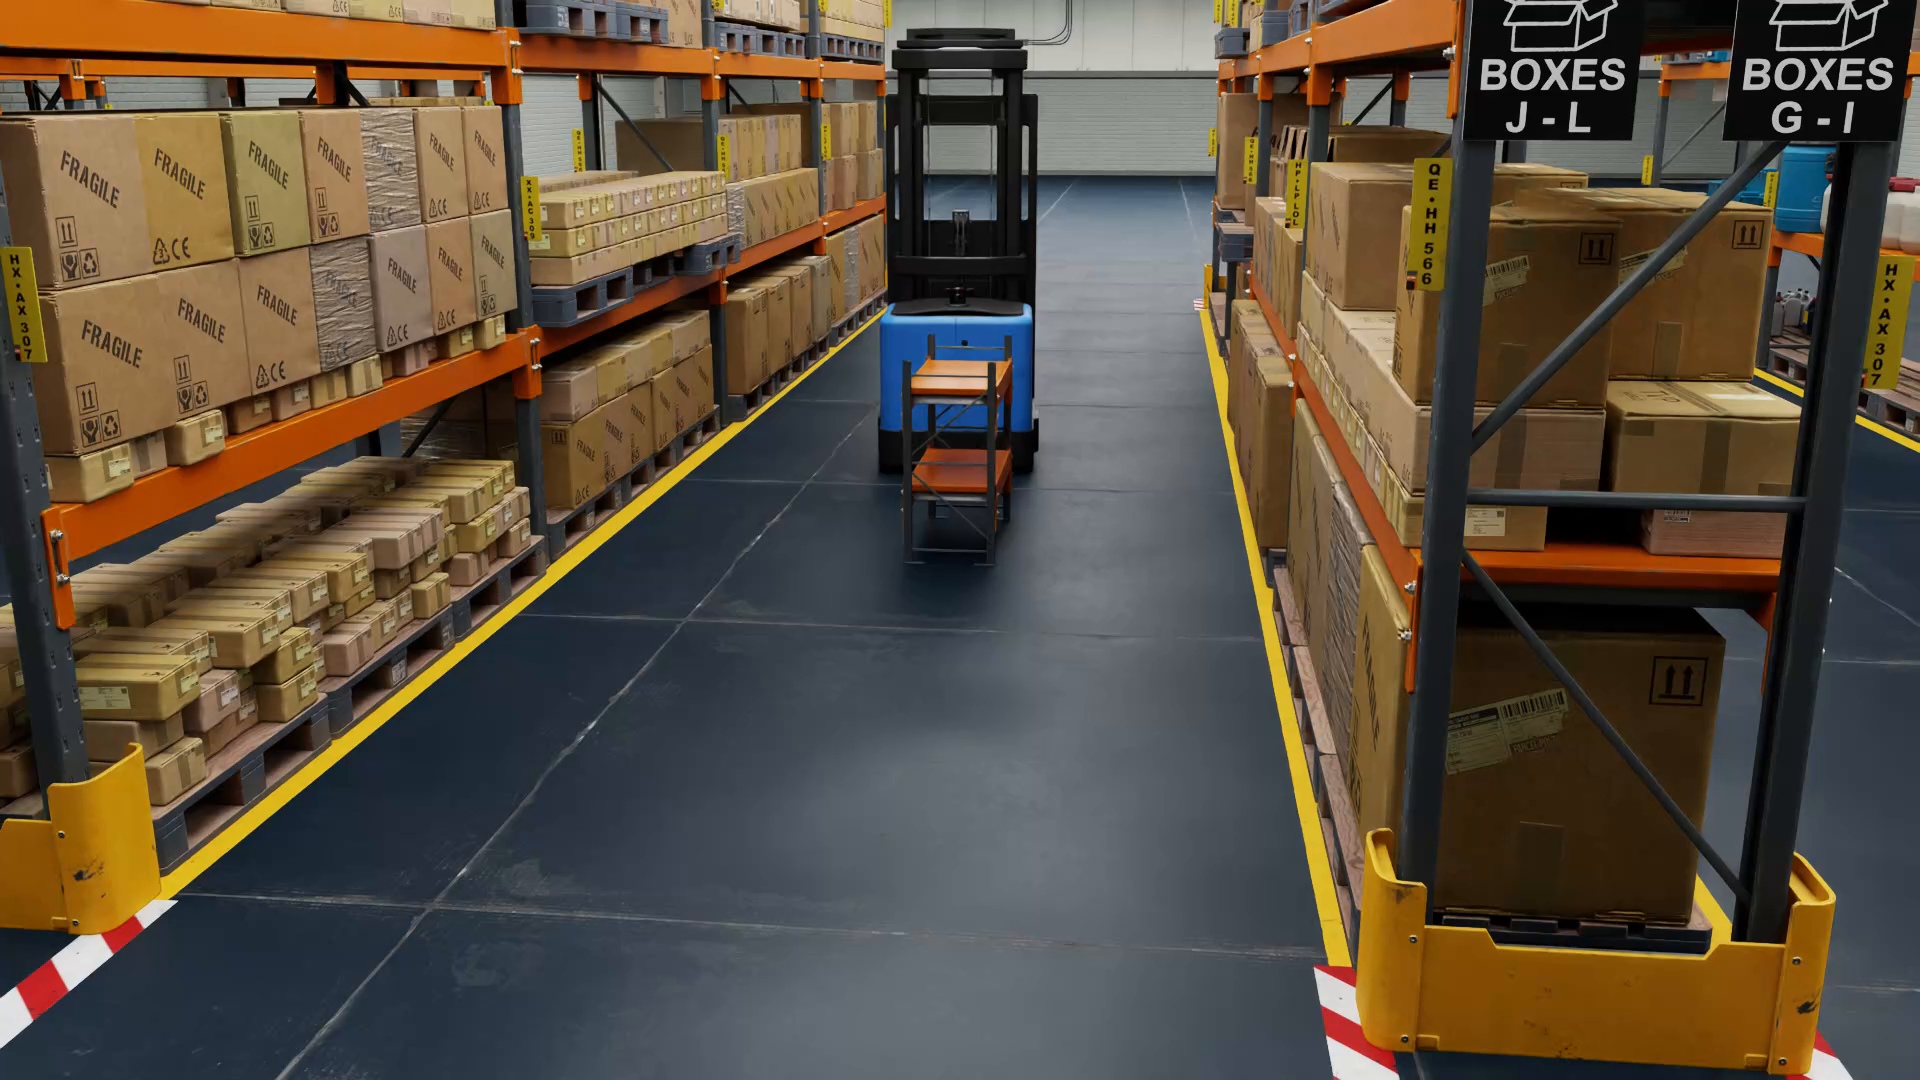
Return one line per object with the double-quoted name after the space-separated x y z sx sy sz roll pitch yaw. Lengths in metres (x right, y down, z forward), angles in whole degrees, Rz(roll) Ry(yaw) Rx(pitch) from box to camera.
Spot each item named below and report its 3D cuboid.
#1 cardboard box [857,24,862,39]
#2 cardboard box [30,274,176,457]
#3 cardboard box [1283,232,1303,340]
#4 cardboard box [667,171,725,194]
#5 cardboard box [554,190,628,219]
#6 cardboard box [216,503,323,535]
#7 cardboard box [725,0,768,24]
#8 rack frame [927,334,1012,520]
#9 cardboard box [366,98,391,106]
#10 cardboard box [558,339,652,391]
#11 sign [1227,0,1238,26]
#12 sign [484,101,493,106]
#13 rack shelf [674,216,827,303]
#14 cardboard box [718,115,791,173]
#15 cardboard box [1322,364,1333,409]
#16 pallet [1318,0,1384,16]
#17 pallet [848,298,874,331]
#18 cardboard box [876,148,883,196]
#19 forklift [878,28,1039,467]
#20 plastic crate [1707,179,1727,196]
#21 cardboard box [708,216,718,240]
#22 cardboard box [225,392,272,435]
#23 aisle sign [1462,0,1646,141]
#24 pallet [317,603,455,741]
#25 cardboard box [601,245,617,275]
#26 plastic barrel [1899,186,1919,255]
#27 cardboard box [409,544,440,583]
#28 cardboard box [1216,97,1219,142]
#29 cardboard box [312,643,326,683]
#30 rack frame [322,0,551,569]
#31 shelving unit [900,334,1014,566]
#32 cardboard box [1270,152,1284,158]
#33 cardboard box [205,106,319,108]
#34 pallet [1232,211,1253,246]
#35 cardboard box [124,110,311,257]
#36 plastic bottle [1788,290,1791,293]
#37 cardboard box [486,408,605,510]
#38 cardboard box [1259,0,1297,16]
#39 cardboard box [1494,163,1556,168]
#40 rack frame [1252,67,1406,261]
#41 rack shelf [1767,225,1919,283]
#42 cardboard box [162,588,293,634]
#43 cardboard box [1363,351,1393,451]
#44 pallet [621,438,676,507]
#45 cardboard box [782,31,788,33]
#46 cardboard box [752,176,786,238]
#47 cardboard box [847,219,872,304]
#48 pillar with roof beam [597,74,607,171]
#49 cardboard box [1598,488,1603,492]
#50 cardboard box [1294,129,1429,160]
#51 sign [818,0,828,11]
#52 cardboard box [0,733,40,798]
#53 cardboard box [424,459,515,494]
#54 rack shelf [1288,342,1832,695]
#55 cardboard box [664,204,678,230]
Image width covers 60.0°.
-1.272 -5.501 18.000 0.380 0.149 0.250 2 15 7 "cardboard box"
-2.879 -0.566 5.247 0.500 0.500 0.500 2 15 9 "cardboard box"
1.945 -1.309 8.563 0.500 0.500 0.500 2 15 6 "cardboard box"
-1.901 -2.569 11.952 0.380 0.149 0.250 1 15 4 "cardboard box"
-2.164 -1.964 9.716 0.380 0.149 0.250 1 15 6 "cardboard box"
-3.184 -0.065 7.673 0.380 0.149 0.250 2 15 7 "cardboard box"
-1.887 -4.441 13.767 0.500 0.311 0.500 1 15 5 "cardboard box"
0.057 -0.673 9.996 0.500 1.125 0.032 2 15 6 "rack frame"
-6.436 -4.412 17.554 0.700 0.500 0.500 2 15 7 "cardboard box"
-2.287 -1.115 10.588 0.500 0.250 0.500 2 15 8 "cardboard box"
2.527 -4.917 15.364 0.100 0.325 0.005 2 15 6 "sign"
-5.779 -5.225 20.415 0.100 0.325 0.005 2 15 6 "sign"
-2.076 -2.512 14.584 1.077 0.370 4.000 2 15 6 "rack shelf"
-1.956 -3.647 15.294 0.700 0.500 0.500 1 15 5 "cardboard box"
1.654 -0.607 6.640 0.380 0.149 0.250 2 15 7 "cardboard box"
2.061 -2.324 6.934 1.003 0.211 1.213 2 15 6 "pallet"
-1.551 -2.544 18.667 1.003 0.211 1.213 2 15 6 "pallet"
-1.396 -4.390 19.865 0.875 0.550 0.550 2 15 6 "cardboard box"
0.020 -2.238 12.323 1.130 2.935 3.031 0 15 2 "forklift"
8.680 -3.887 18.575 0.499 0.251 0.616 2 15 6 "plastic crate"
-1.930 -2.216 11.789 0.380 0.149 0.250 2 15 6 "cardboard box"
-2.823 -0.495 6.228 0.380 0.149 0.250 2 15 6 "cardboard box"
1.406 -1.339 3.886 0.394 0.787 0.004 2 15 6 "aisle sign"
-2.929 0.535 7.278 1.003 0.211 1.213 2 15 6 "pallet"
-2.194 -1.610 9.547 0.380 0.149 0.250 2 15 7 "cardboard box"
7.488 -2.459 12.794 0.421 0.512 0.421 0 15 0 "plastic barrel"
-2.639 0.087 7.681 0.380 0.149 0.250 2 15 8 "cardboard box"
3.185 -4.783 18.928 0.500 0.500 0.500 2 15 6 "cardboard box"
-2.786 0.514 6.671 0.380 0.149 0.250 2 15 6 "cardboard box"
-2.753 -1.303 8.735 1.000 3.000 0.127 2 15 6 "rack frame"
-0.001 -0.541 9.509 0.538 1.125 1.048 2 15 6 "shelving unit"
2.963 -3.006 14.030 0.797 0.503 0.637 3 15 12 "cardboard box"
-3.089 -1.733 7.648 0.500 0.500 0.500 1 15 5 "cardboard box"
2.798 -2.590 13.863 1.003 0.211 1.213 2 15 6 "pallet"
-2.758 -1.314 6.099 0.500 0.500 0.500 1 15 5 "cardboard box"
8.673 -2.478 17.442 0.061 0.283 0.133 2 15 8 "plastic bottle"
-2.406 -0.483 9.686 0.500 0.500 0.500 2 15 8 "cardboard box"
2.421 -4.037 11.950 0.500 0.500 0.500 2 15 8 "cardboard box"
2.378 -1.437 7.511 0.500 0.500 0.500 2 15 8 "cardboard box"
2.615 -2.168 11.935 1.000 3.000 0.127 2 15 6 "rack frame"
7.762 -2.194 13.407 1.077 0.370 4.000 2 15 6 "rack shelf"
-2.794 0.291 6.356 0.380 0.149 0.250 1 15 4 "cardboard box"
1.562 -0.430 5.222 0.500 0.250 0.500 1 15 5 "cardboard box"
-2.531 -0.476 11.019 1.003 0.211 1.213 2 15 6 "pallet"
-2.012 -5.323 17.340 0.380 0.149 0.250 2 15 7 "cardboard box"
-1.812 -2.889 14.409 0.500 0.500 0.500 2 15 6 "cardboard box"
-1.507 -3.187 18.966 0.875 0.875 0.875 1 15 5 "cardboard box"
-5.249 -13.520 42.423 9.100 9.000 0.400 2 15 6 "pillar with roof beam"
2.137 -0.188 5.090 0.380 0.149 0.250 1 15 5 "cardboard box"
2.371 -2.169 9.822 0.797 0.503 0.637 2 15 8 "cardboard box"
-1.310 -5.214 15.859 0.100 0.325 0.005 2 15 6 "sign"
-3.352 0.765 5.743 0.380 0.149 0.250 2 15 7 "cardboard box"
-2.534 -0.317 8.605 0.380 0.149 0.250 2 15 8 "cardboard box"
1.938 -0.265 6.273 1.077 0.370 4.000 2 15 6 "rack shelf"
-2.048 -2.090 10.750 0.380 0.149 0.250 2 15 8 "cardboard box"
